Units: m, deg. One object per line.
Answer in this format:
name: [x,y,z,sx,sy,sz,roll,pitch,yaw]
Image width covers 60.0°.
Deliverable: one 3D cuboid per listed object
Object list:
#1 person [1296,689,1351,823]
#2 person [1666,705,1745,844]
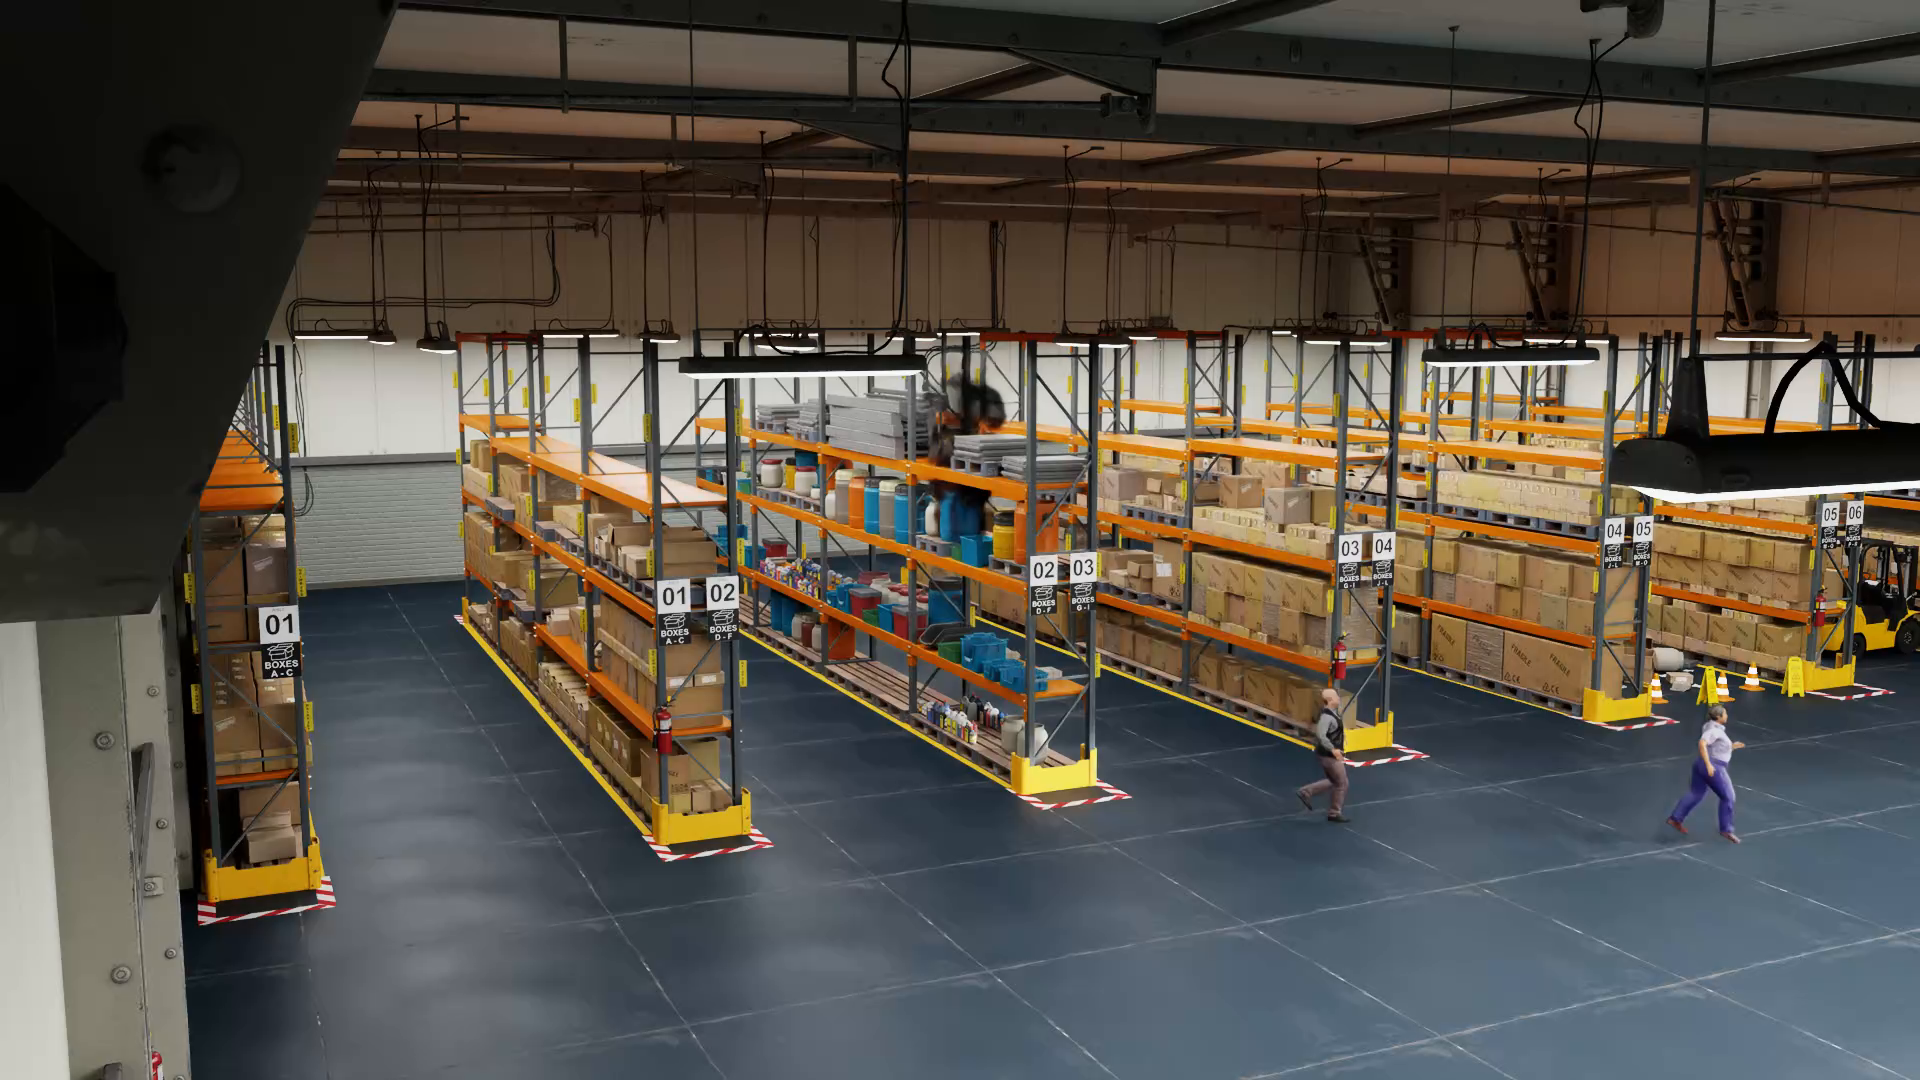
person: [4.584,2.699,20.883,0.686,1.708,0.659,1,8,7]
person: [9.020,2.814,20.067,0.855,1.694,0.580,0,8,2]
